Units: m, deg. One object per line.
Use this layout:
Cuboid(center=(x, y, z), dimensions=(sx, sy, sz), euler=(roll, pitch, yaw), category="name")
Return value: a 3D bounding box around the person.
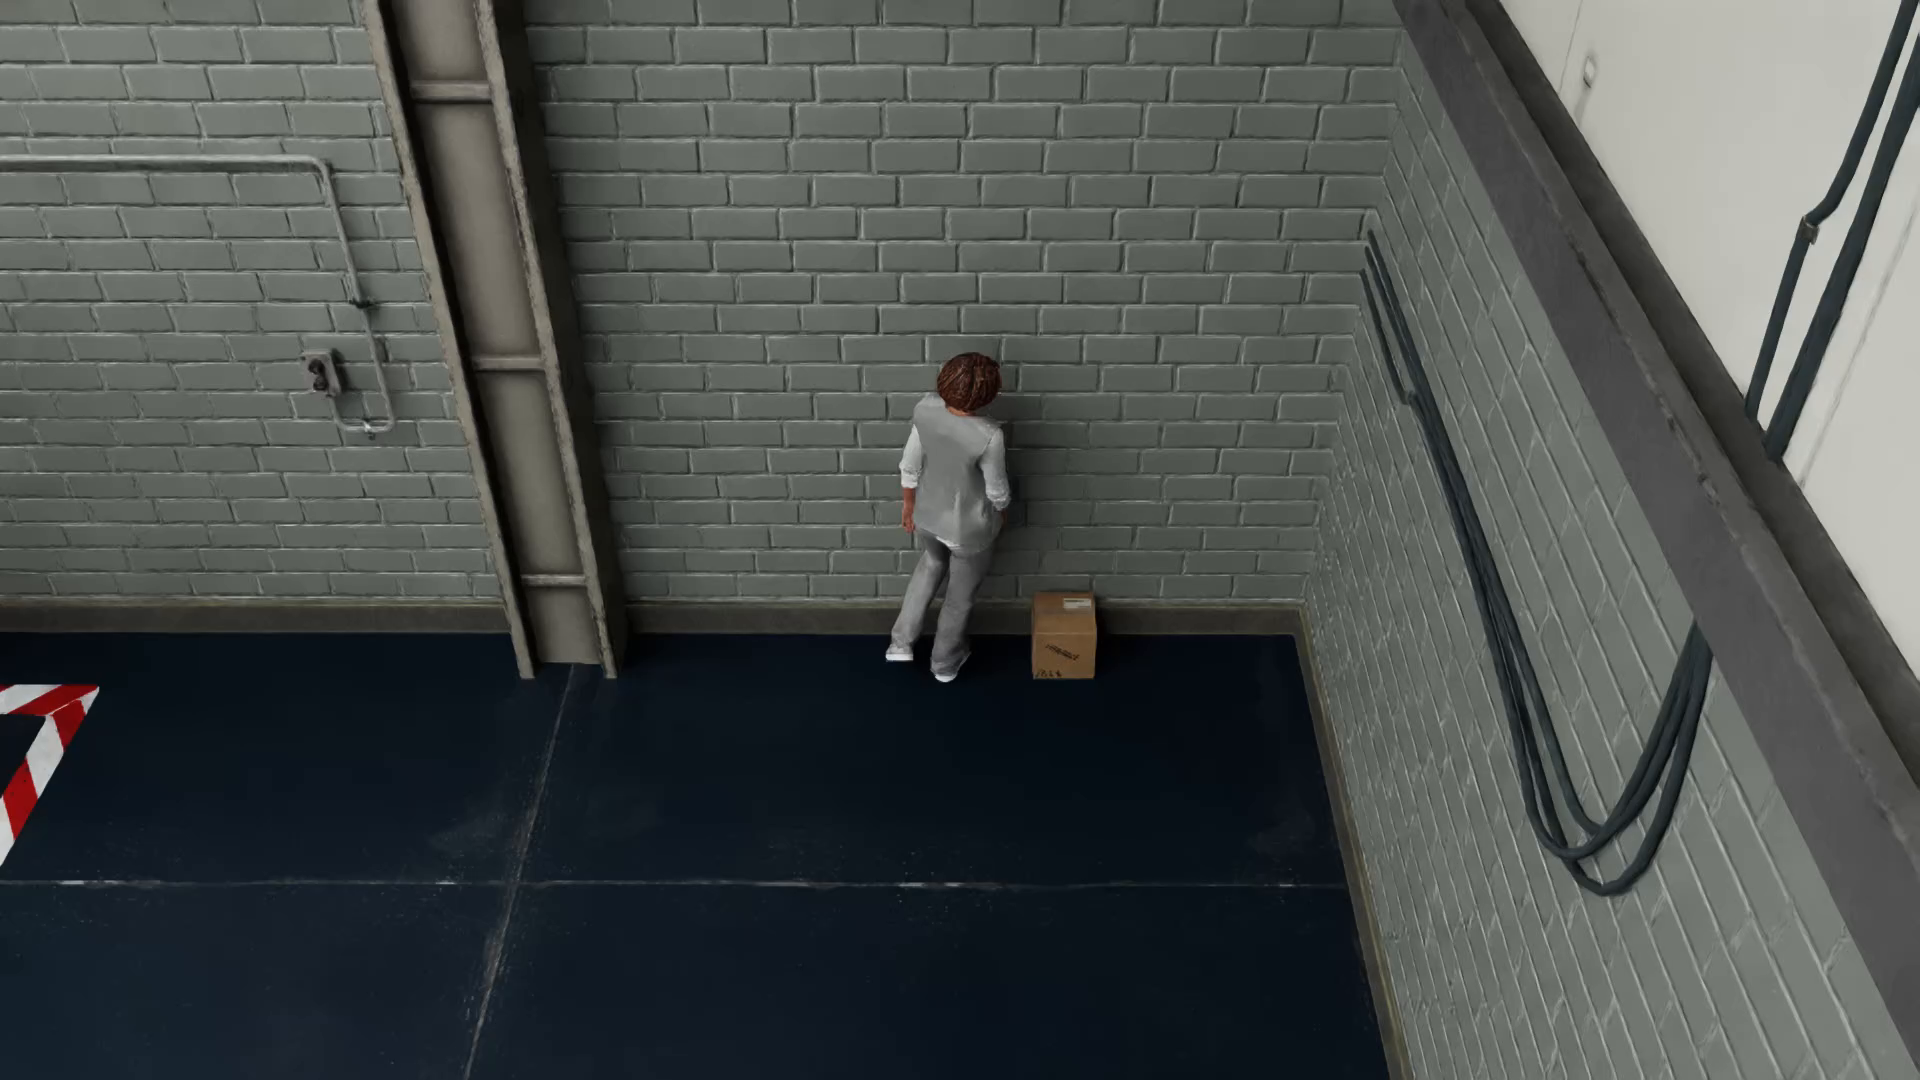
Cuboid(center=(-0.045, -0.069, 6.252), dimensions=(0.508, 1.586, 0.390), euler=(24, 46, 26), category="person")
